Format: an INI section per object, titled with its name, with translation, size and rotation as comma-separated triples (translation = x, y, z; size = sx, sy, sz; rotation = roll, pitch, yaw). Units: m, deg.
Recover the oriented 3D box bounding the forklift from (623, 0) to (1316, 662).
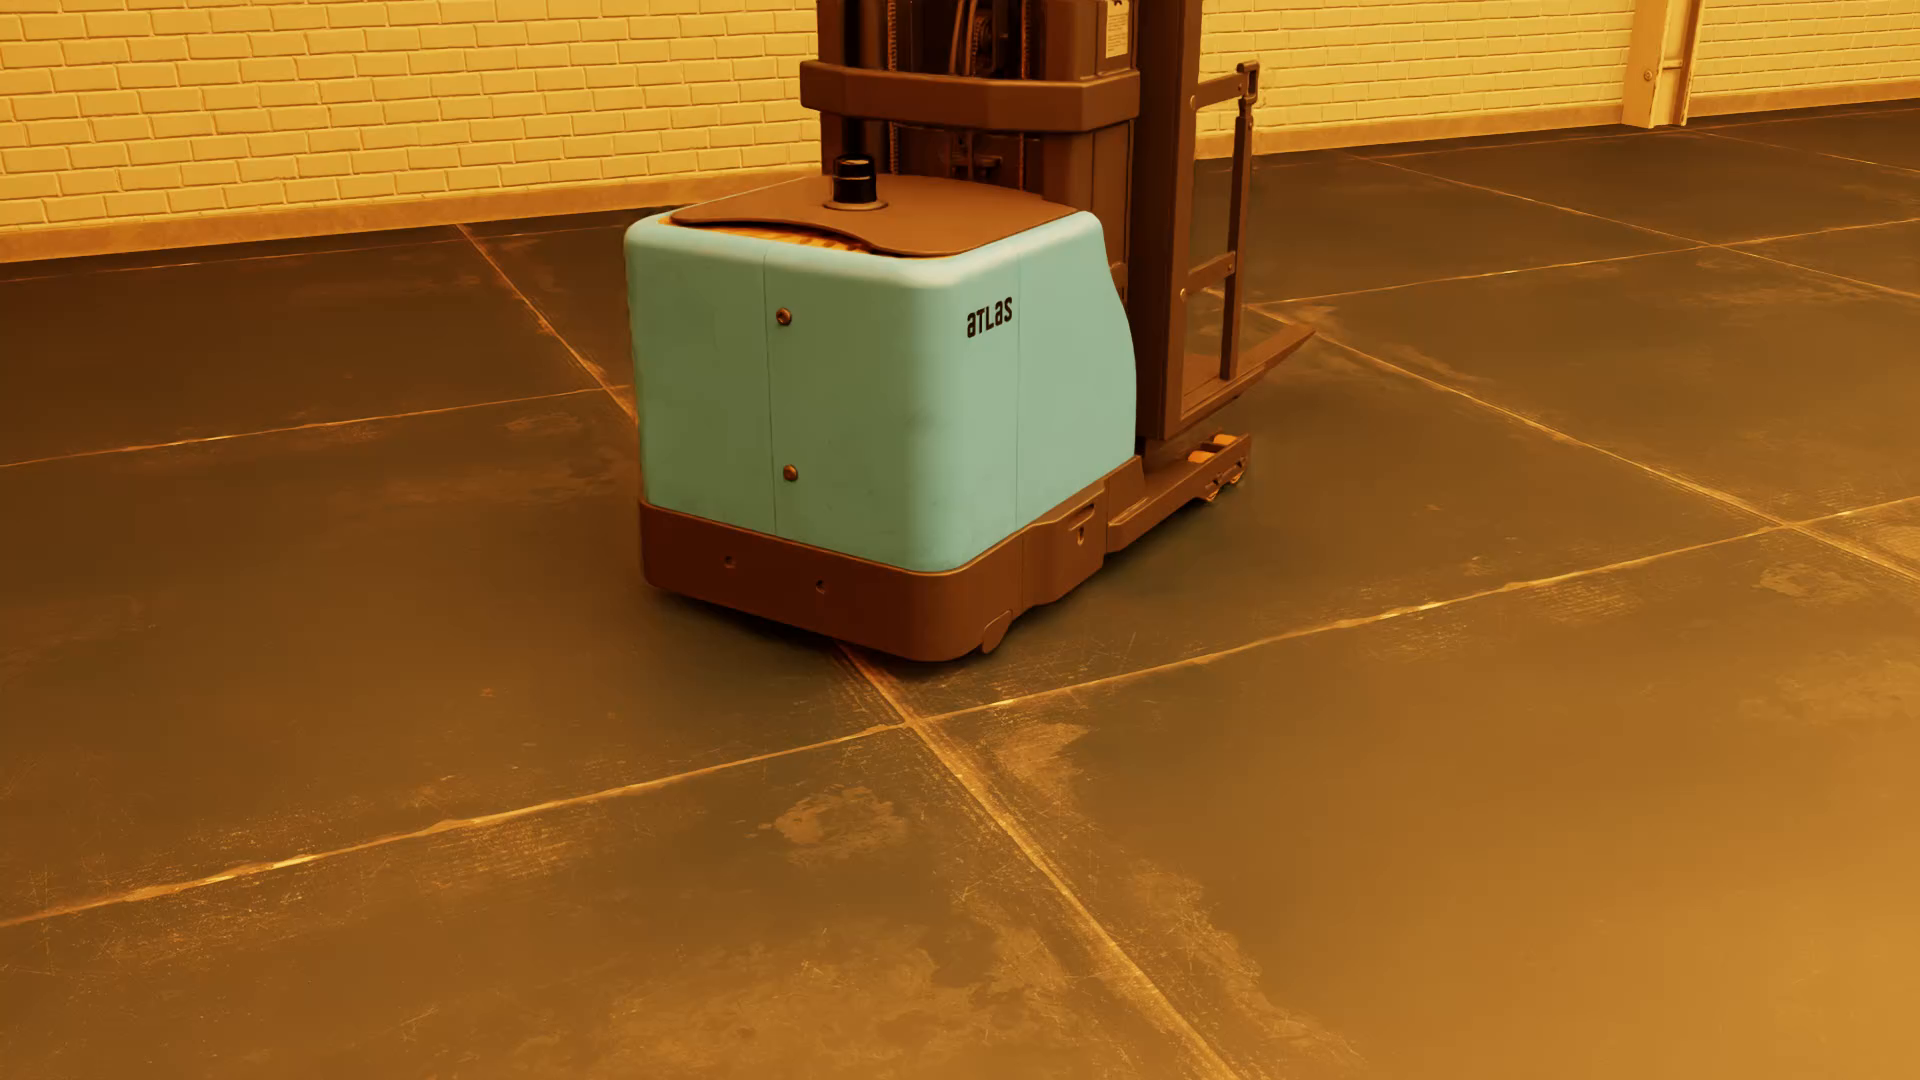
[forklift]
translation = 0.318, -1.563, 5.050
size = 1.130, 2.935, 3.031
rotation = 13, 26, 29
